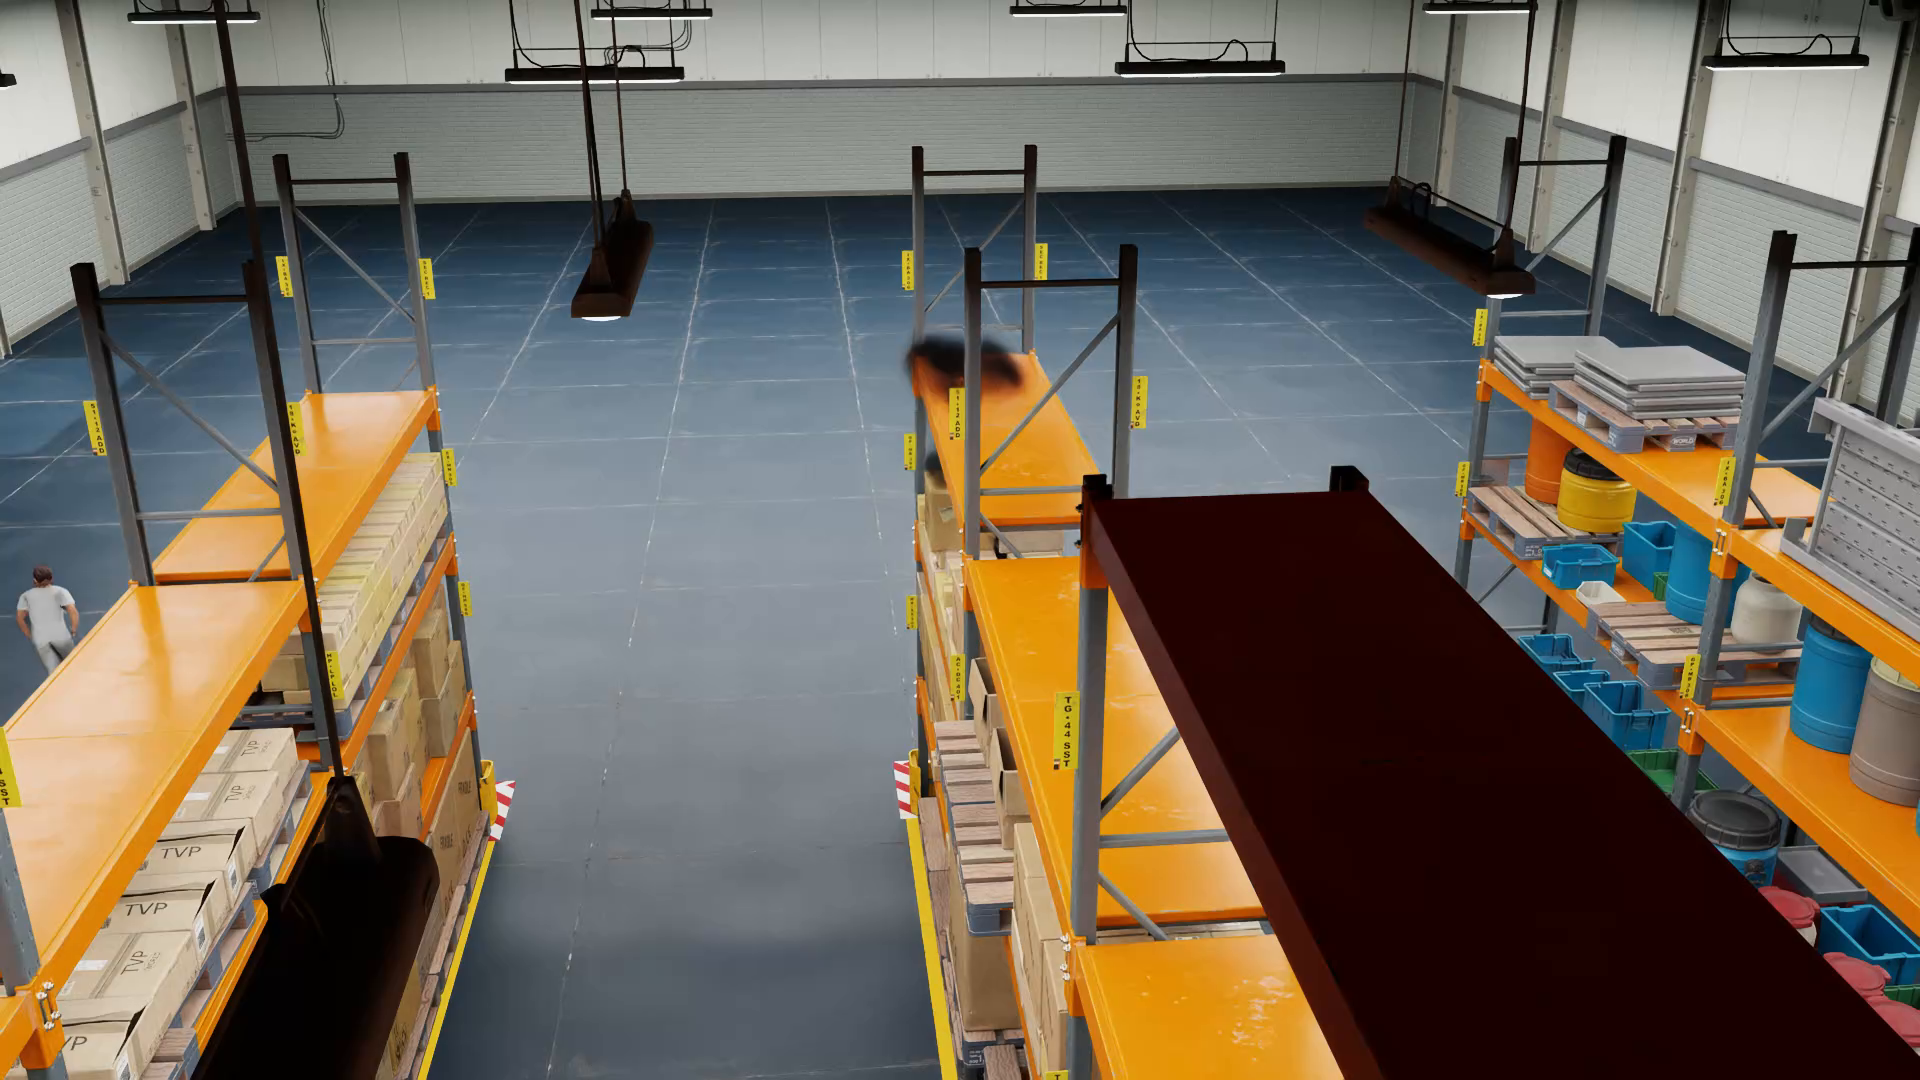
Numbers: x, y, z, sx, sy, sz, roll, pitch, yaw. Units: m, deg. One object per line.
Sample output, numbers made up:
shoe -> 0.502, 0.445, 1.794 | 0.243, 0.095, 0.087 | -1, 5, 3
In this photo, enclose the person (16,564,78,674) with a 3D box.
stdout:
person -> -9.245, 1.079, 16.918 | 0.561, 1.496, 0.984 | -9, 23, -21
